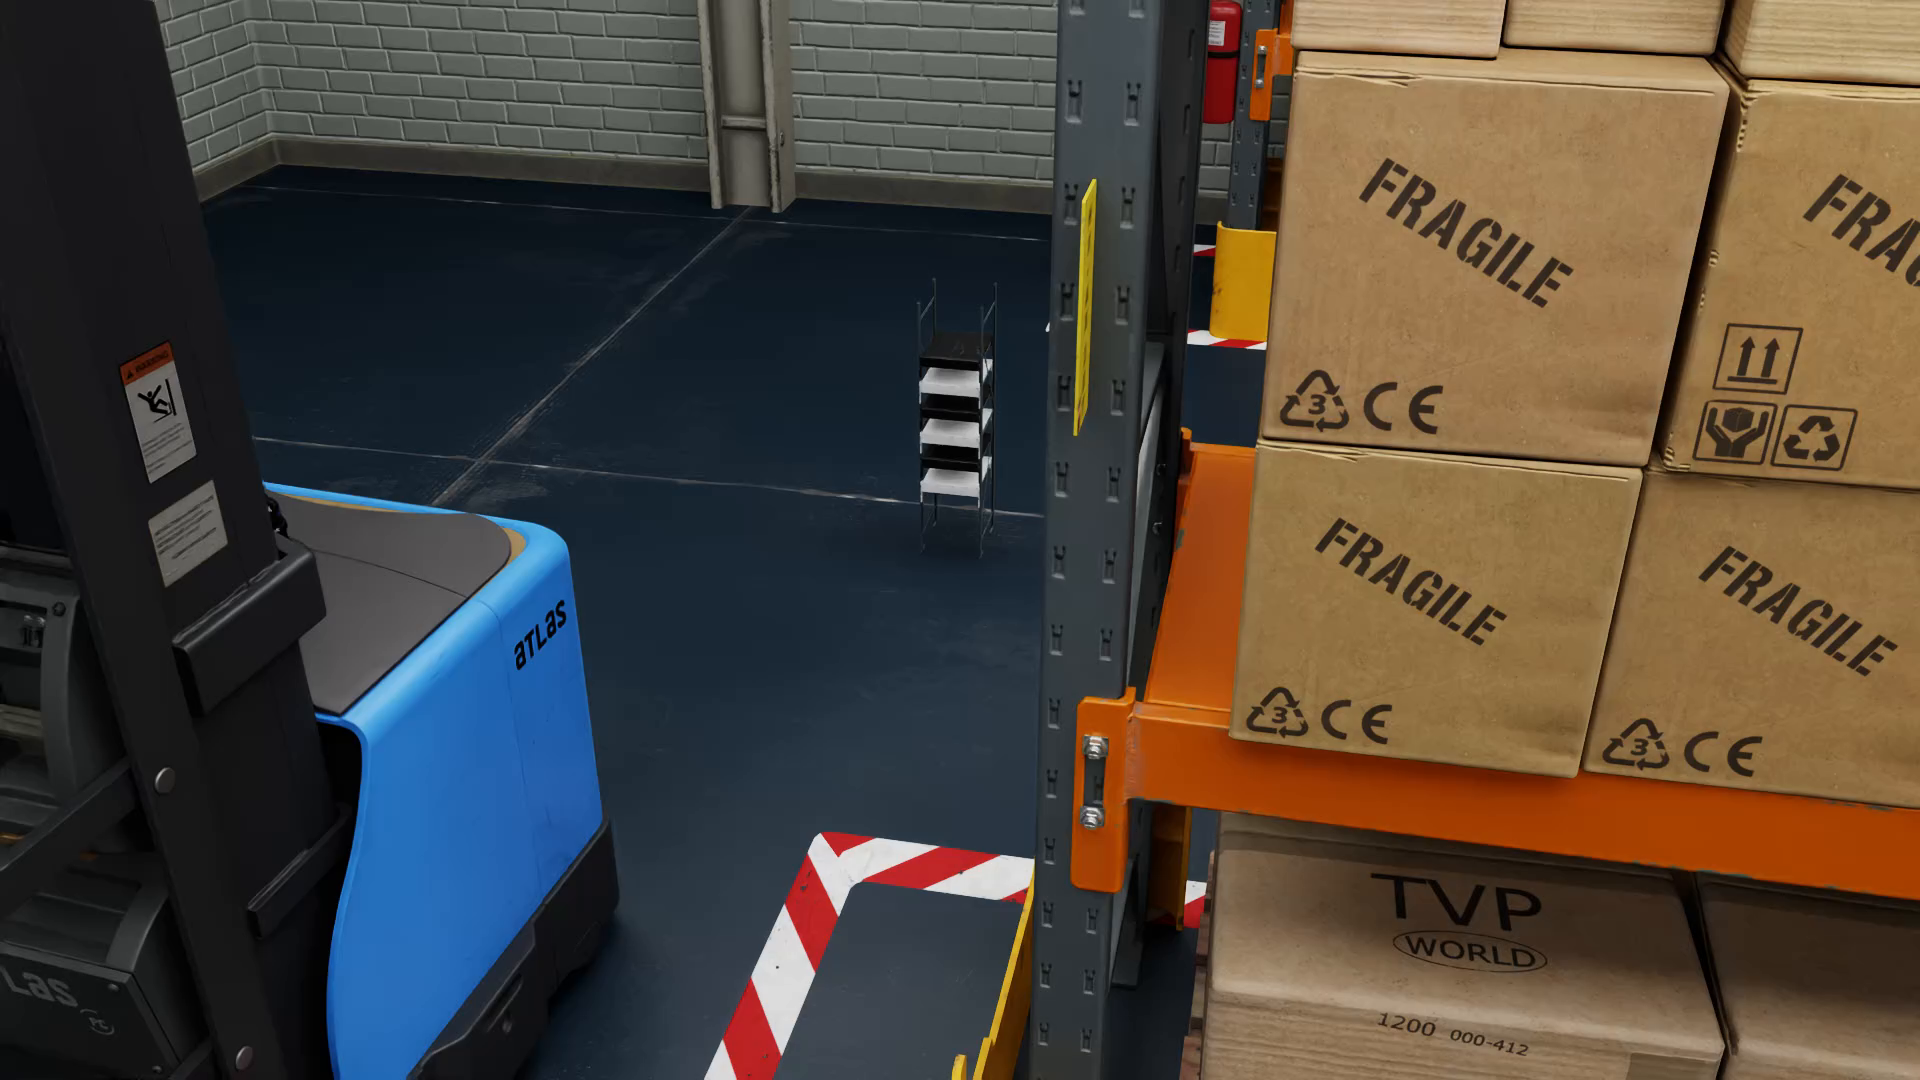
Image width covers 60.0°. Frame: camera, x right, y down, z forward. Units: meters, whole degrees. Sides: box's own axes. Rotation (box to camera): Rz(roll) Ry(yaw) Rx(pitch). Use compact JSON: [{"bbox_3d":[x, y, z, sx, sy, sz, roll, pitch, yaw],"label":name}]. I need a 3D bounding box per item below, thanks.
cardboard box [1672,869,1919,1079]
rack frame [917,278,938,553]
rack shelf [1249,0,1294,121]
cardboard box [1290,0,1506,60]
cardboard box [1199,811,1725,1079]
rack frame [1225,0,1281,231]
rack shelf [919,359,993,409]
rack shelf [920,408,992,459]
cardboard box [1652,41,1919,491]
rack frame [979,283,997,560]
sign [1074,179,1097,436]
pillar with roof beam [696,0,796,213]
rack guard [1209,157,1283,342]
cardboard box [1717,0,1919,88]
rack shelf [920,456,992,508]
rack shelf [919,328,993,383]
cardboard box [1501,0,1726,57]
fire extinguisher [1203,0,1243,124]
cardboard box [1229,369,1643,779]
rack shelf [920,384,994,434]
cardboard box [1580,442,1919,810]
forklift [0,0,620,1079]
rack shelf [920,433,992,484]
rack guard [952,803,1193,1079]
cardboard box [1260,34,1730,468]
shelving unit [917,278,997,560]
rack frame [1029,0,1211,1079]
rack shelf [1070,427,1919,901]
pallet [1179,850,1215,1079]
[{"bbox_3d":[1.850,0.897,3.218,0.875,0.438,0.875,7,29,12],"label":"cardboard box"},{"bbox_3d":[-0.107,-0.406,5.554,0.006,0.900,0.240,6,29,11],"label":"rack frame"},{"bbox_3d":[3.276,-1.965,6.964,4.000,0.370,1.077,6,29,11],"label":"rack shelf"},{"bbox_3d":[0.576,-0.751,2.177,0.250,0.149,0.380,6,29,12],"label":"cardboard box"},{"bbox_3d":[0.953,0.809,3.379,0.875,0.438,0.875,5,29,9],"label":"cardboard box"},{"bbox_3d":[1.320,-2.481,7.158,0.127,3.000,1.000,6,29,11],"label":"rack frame"},{"bbox_3d":[-0.008,-0.524,5.465,0.200,0.077,0.258,6,29,11],"label":"rack shelf"},{"bbox_3d":[-0.008,-0.366,5.551,0.200,0.077,0.258,6,29,11],"label":"rack shelf"},{"bbox_3d":[1.204,-0.401,2.214,0.500,0.500,0.500,5,29,9],"label":"cardboard box"},{"bbox_3d":[0.091,-0.385,5.517,0.006,0.900,0.240,6,29,11],"label":"rack frame"},{"bbox_3d":[0.165,-0.304,2.198,0.005,0.325,0.100,6,29,11],"label":"sign"},{"bbox_3d":[-2.028,-3.784,3.292,0.400,9.000,9.100,6,29,11],"label":"pillar with roof beam"},{"bbox_3d":[1.394,-1.377,7.744,0.348,0.500,1.175,6,29,11],"label":"rack guard"},{"bbox_3d":[1.078,-0.678,2.044,0.250,0.149,0.380,7,29,12],"label":"cardboard box"},{"bbox_3d":[-0.008,-0.208,5.638,0.200,0.077,0.258,6,29,11],"label":"rack shelf"},{"bbox_3d":[-0.008,-0.603,5.422,0.200,0.077,0.258,6,29,11],"label":"rack shelf"},{"bbox_3d":[0.847,-0.758,2.190,0.250,0.149,0.380,7,29,12],"label":"cardboard box"},{"bbox_3d":[1.079,-2.081,6.897,0.183,0.674,0.296,6,29,11],"label":"fire extinguisher"},{"bbox_3d":[0.696,-0.010,2.541,0.500,0.500,0.500,6,29,10],"label":"cardboard box"},{"bbox_3d":[-0.008,-0.445,5.508,0.200,0.077,0.258,6,29,11],"label":"rack shelf"},{"bbox_3d":[1.197,0.027,2.472,0.500,0.500,0.500,5,29,10],"label":"cardboard box"},{"bbox_3d":[-1.735,0.237,2.265,1.130,2.935,3.031,8,30,15],"label":"forklift"},{"bbox_3d":[-0.008,-0.287,5.595,0.200,0.077,0.258,6,29,11],"label":"rack shelf"},{"bbox_3d":[0.263,0.945,3.504,0.348,0.500,1.175,6,29,11],"label":"rack guard"},{"bbox_3d":[0.697,-0.450,2.303,0.500,0.500,0.500,5,29,9],"label":"cardboard box"},{"bbox_3d":[-0.008,-0.396,5.535,0.210,0.900,0.258,6,29,11],"label":"shelving unit"},{"bbox_3d":[0.287,-0.149,2.899,0.127,3.000,1.000,6,29,11],"label":"rack frame"},{"bbox_3d":[2.243,0.367,2.706,4.000,0.370,1.077,6,29,11],"label":"rack shelf"},{"bbox_3d":[1.085,1.117,3.490,1.213,0.211,1.003,6,29,11],"label":"pallet"}]
